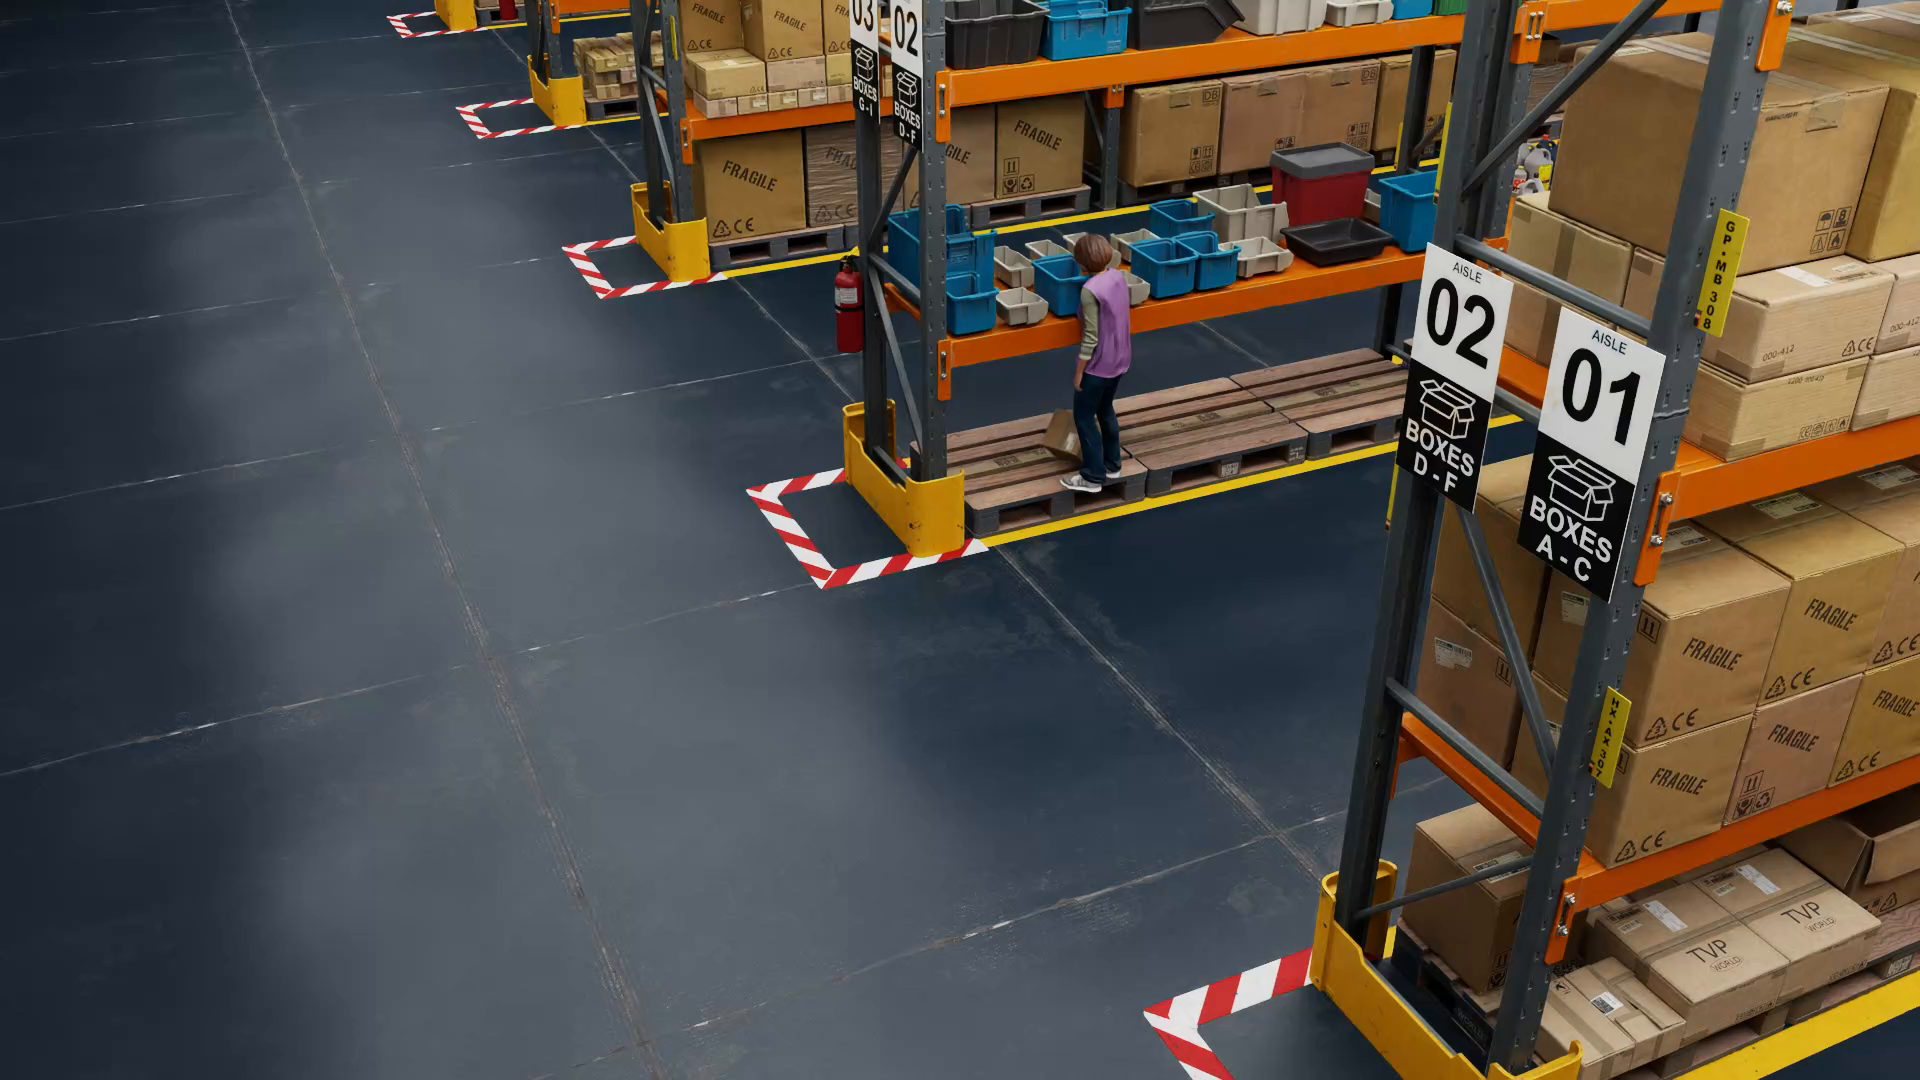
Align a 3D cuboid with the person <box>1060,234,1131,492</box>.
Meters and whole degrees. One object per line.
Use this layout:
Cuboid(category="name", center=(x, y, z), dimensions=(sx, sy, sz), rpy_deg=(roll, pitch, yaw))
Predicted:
Cuboid(category="person", center=(0.823, -1.039, 9.843), dimensions=(0.346, 1.592, 0.469), rpy_deg=(19, 35, 30))
